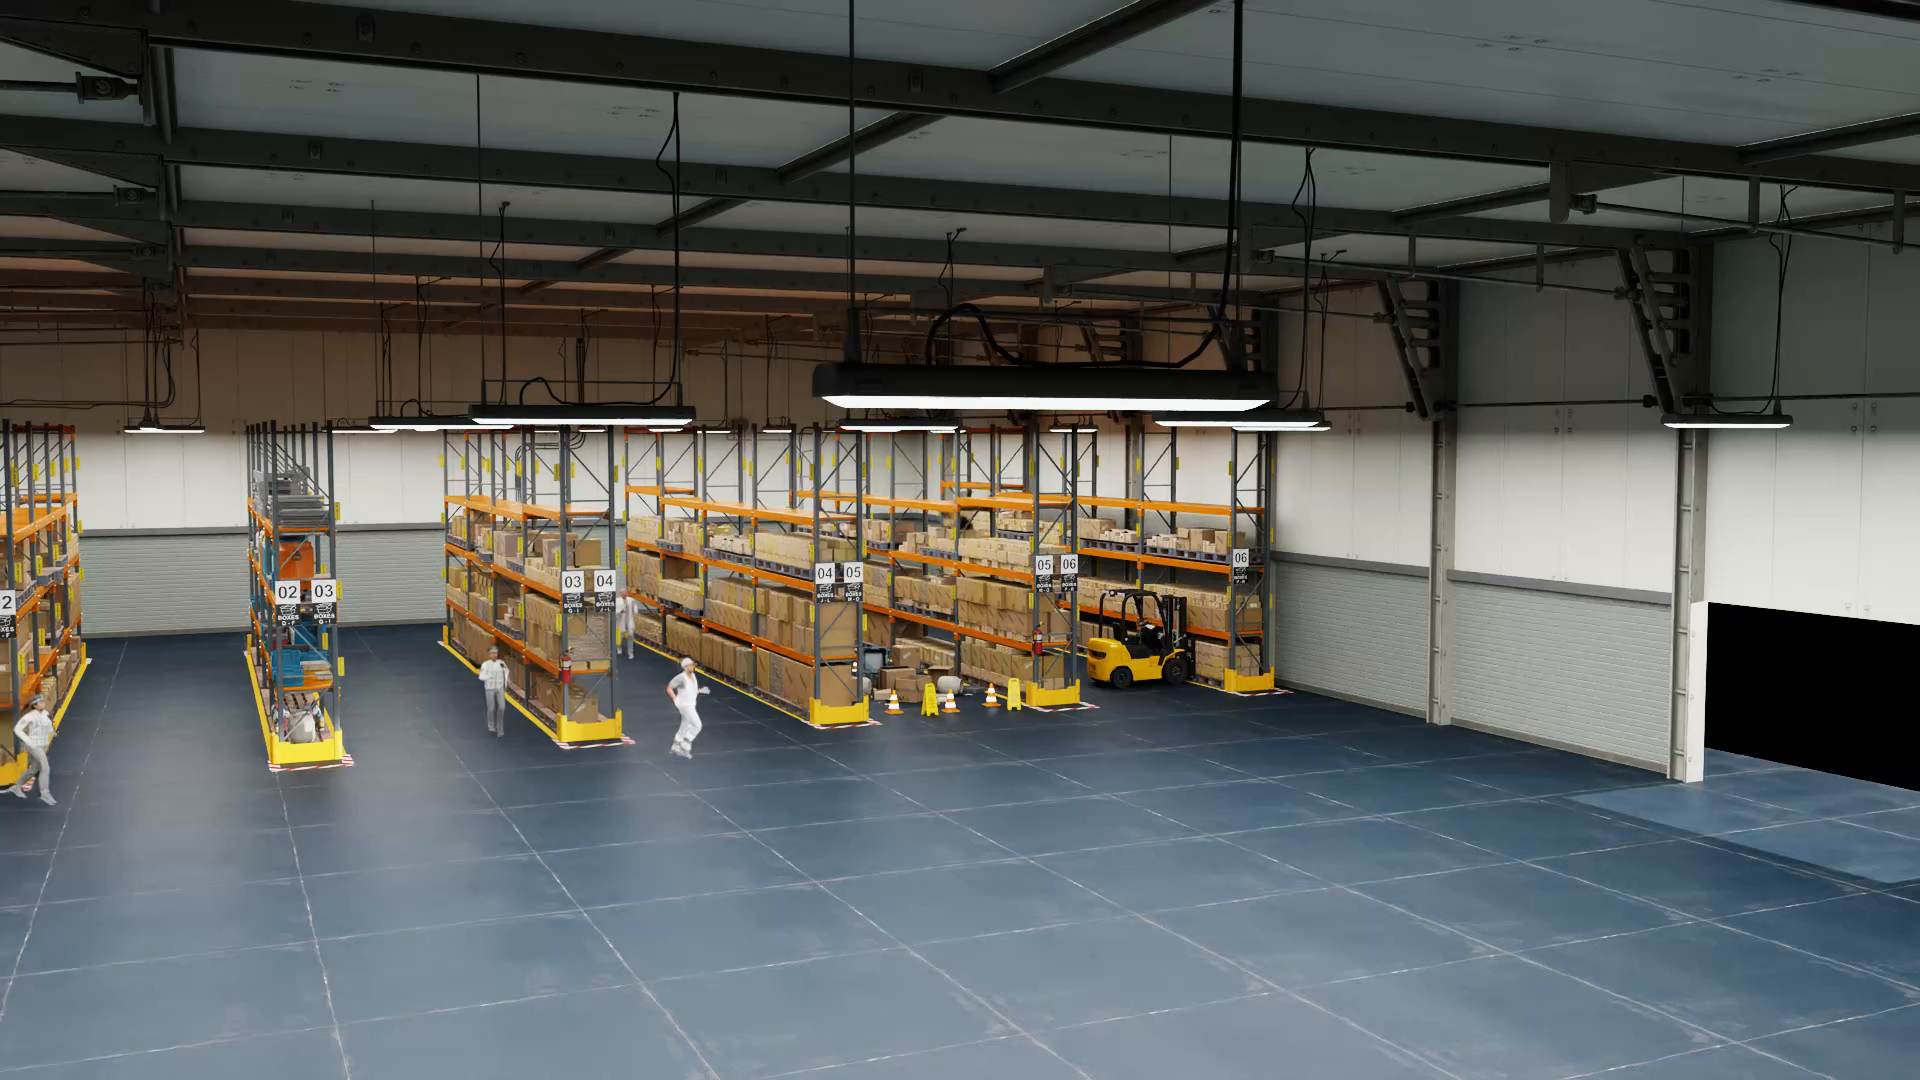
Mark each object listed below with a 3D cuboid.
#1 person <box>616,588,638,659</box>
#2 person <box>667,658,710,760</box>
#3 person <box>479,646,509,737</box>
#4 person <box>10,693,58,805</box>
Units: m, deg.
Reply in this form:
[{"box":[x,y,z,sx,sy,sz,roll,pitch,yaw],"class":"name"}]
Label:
[{"box":[-8.673,2.153,43.103,0.725,1.815,0.963,-1,4,-23],"class":"person"},{"box":[-4.817,2.994,29.585,0.708,1.806,0.620,1,4,14],"class":"person"},{"box":[-8.891,2.893,31.808,0.593,1.744,0.696,-2,4,-24],"class":"person"},{"box":[-14.432,3.257,25.963,0.754,1.749,0.625,0,4,3],"class":"person"}]
